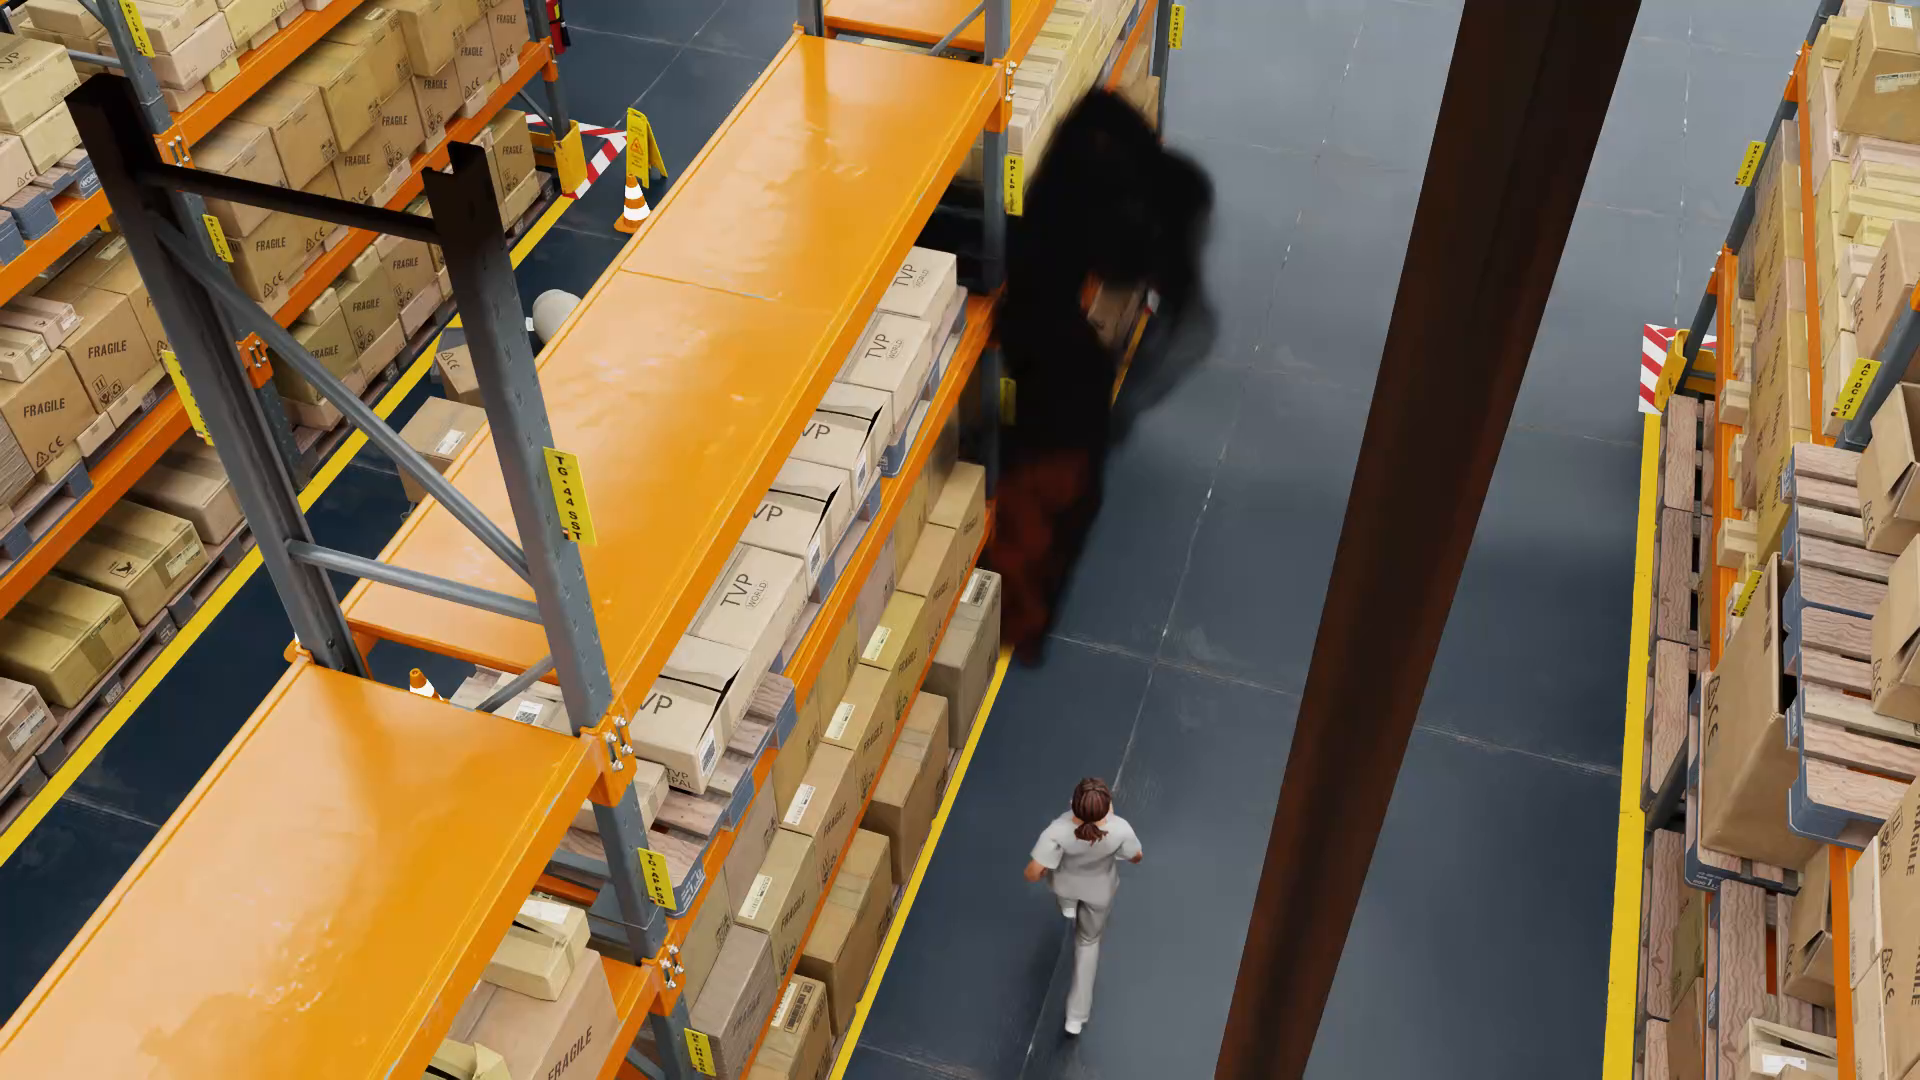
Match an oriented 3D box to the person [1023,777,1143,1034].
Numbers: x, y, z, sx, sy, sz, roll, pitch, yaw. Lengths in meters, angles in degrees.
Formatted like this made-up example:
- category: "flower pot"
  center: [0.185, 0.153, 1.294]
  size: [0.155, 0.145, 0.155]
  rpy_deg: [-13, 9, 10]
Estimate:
- category: "person"
  center: [0.604, 1.707, 8.235]
  size: [0.560, 1.635, 0.906]
  rpy_deg: [6, 46, 6]
